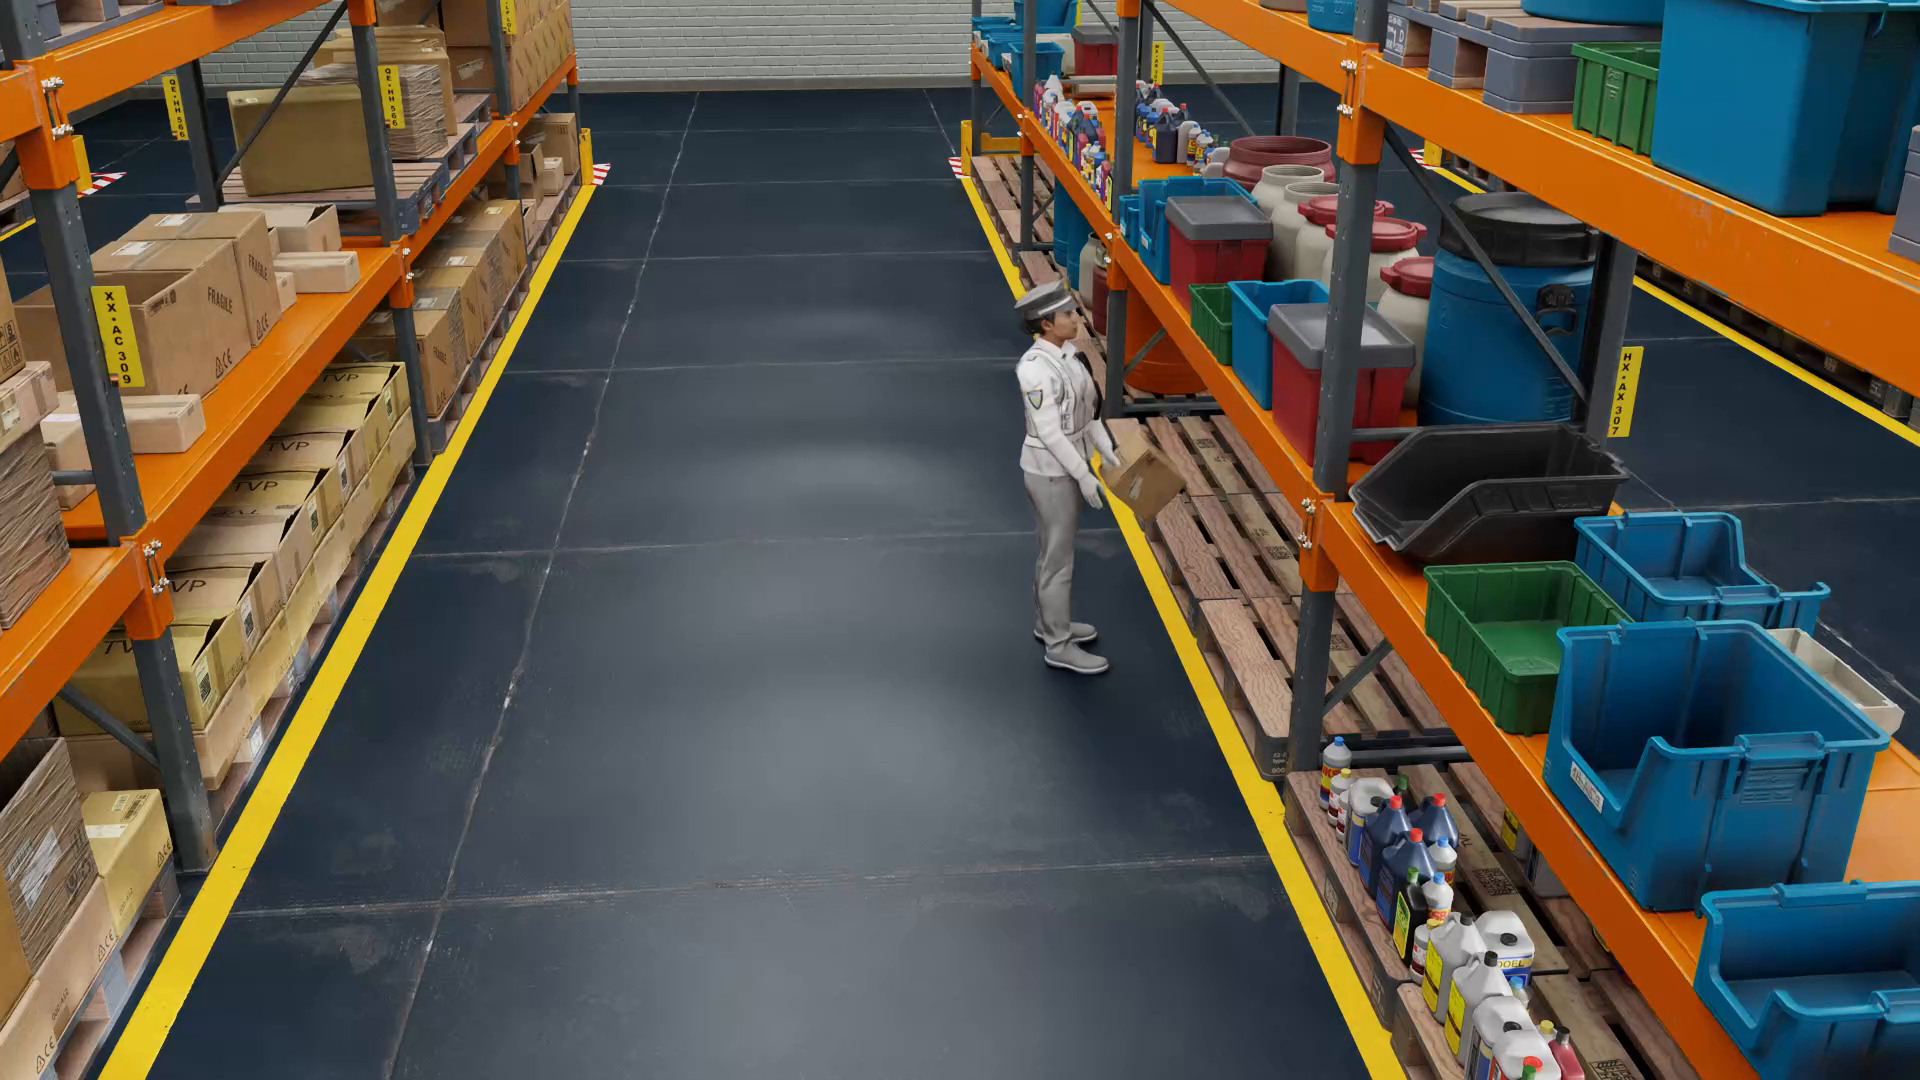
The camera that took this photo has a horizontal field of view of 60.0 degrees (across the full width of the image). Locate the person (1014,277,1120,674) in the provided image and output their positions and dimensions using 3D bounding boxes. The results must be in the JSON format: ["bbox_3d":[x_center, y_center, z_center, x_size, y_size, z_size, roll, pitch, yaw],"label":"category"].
[{"bbox_3d":[0.476,-0.298,7.211,0.517,1.699,0.494,9,25,20],"label":"person"}]
